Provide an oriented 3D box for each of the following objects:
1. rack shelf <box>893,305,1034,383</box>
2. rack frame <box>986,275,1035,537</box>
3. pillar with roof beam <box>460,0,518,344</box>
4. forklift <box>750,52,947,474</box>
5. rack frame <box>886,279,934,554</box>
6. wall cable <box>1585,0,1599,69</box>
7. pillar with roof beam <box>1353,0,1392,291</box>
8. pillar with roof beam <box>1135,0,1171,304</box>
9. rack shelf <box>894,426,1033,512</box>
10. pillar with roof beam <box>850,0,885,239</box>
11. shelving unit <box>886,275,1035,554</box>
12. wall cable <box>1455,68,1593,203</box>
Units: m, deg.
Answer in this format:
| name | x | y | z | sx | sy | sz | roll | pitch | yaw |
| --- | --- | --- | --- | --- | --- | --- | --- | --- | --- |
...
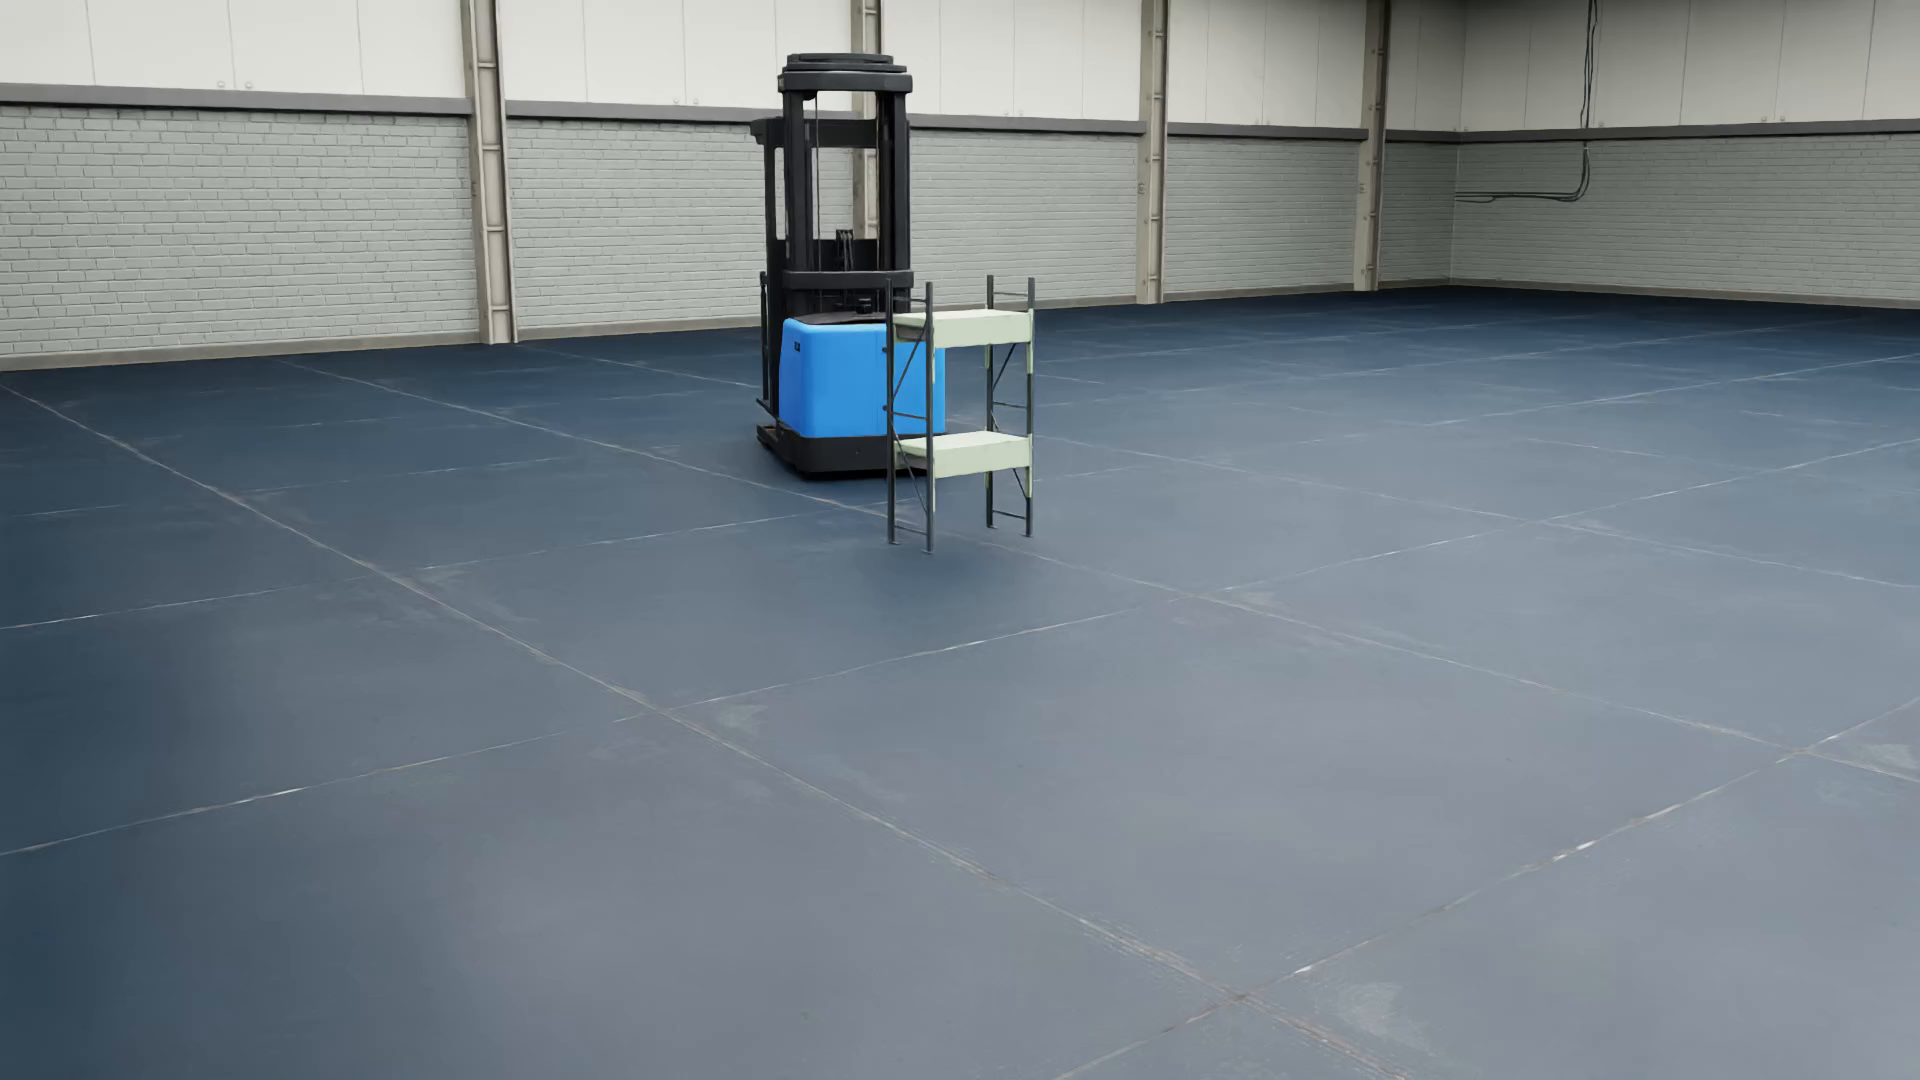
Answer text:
| name | x | y | z | sx | sy | sz | roll | pitch | yaw |
| --- | --- | --- | --- | --- | --- | --- | --- | --- | --- |
| rack shelf | 0.005 | -1.116 | 9.396 | 0.720 | 0.370 | 0.431 | -9 | 15 | -38 |
| rack frame | 0.291 | -0.782 | 9.701 | 0.023 | 1.500 | 0.400 | -9 | 15 | -38 |
| pillar with roof beam | -3.364 | -6.298 | 17.624 | 0.400 | 9.000 | 9.100 | -9 | 15 | -38 |
| forklift | -0.980 | -2.160 | 12.744 | 1.130 | 2.935 | 3.031 | -3 | 12 | -15 |
| rack frame | -0.281 | -0.687 | 9.253 | 0.023 | 1.500 | 0.400 | -9 | 15 | -38 |
| wall cable | 12.818 | -10.012 | 30.433 | 0.112 | 2.526 | 3.097 | -9 | 15 | -38 |
| pillar with roof beam | 10.691 | -8.634 | 28.623 | 0.400 | 9.000 | 9.100 | -9 | 15 | -38 |
| pillar with roof beam | 6.006 | -7.855 | 24.957 | 0.400 | 9.000 | 9.100 | -9 | 15 | -38 |
| rack shelf | 0.005 | -0.416 | 9.545 | 0.720 | 0.370 | 0.431 | -9 | 15 | -38 |
| pillar with roof beam | 1.321 | -7.077 | 21.290 | 0.400 | 9.000 | 9.100 | -9 | 15 | -38 |
| shelving unit | 0.005 | -0.735 | 9.477 | 0.755 | 1.500 | 0.431 | -9 | 15 | -38 |
| wall cable | 11.128 | -7.981 | 33.024 | 0.112 | 2.526 | 3.097 | -9 | 15 | -38 |
